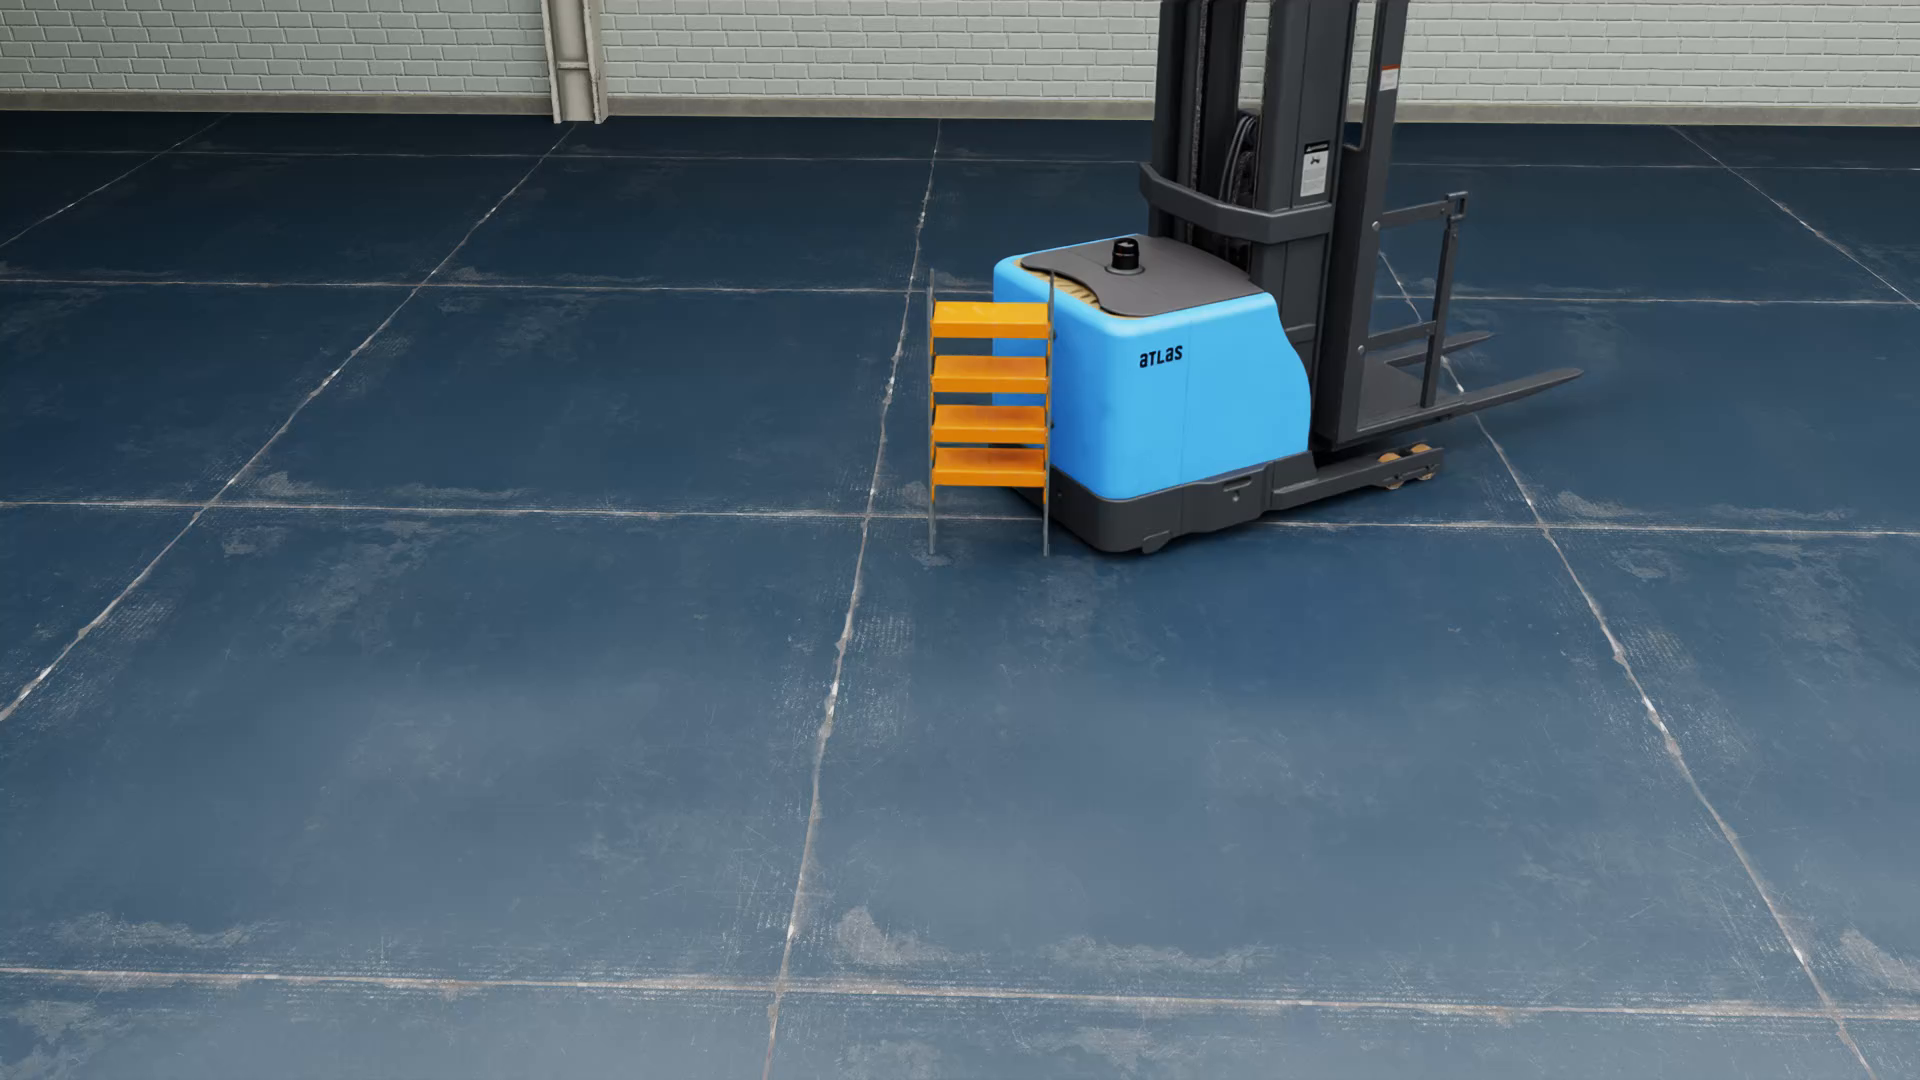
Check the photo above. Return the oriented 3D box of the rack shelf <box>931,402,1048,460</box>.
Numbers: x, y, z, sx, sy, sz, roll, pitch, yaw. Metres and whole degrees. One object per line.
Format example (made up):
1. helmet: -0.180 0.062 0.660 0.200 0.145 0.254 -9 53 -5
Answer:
1. rack shelf: 0.126 -0.457 6.975 0.480 0.148 0.258 1 28 2

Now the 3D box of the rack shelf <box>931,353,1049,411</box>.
1. rack shelf: 0.126 -0.655 6.870 0.480 0.148 0.258 1 28 2

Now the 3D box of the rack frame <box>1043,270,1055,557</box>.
1. rack frame: 0.369 -0.512 6.935 0.015 1.200 0.240 1 28 2

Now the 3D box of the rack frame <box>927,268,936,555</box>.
1. rack frame: -0.118 -0.521 6.952 0.015 1.200 0.240 1 28 2

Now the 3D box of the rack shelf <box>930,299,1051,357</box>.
1. rack shelf: 0.126 -0.864 6.760 0.480 0.148 0.258 1 28 2

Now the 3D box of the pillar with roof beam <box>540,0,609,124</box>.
1. pillar with roof beam: -3.311 -5.479 7.978 0.400 9.000 9.100 1 28 2

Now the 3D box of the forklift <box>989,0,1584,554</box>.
1. forklift: 1.668 -1.727 7.378 3.031 2.935 1.130 -15 31 -26

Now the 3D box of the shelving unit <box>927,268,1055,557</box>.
1. shelving unit: 0.126 -0.517 6.944 0.503 1.200 0.258 1 28 2

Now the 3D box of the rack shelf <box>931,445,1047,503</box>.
1. rack shelf: 0.126 -0.282 7.068 0.480 0.148 0.258 1 28 2
